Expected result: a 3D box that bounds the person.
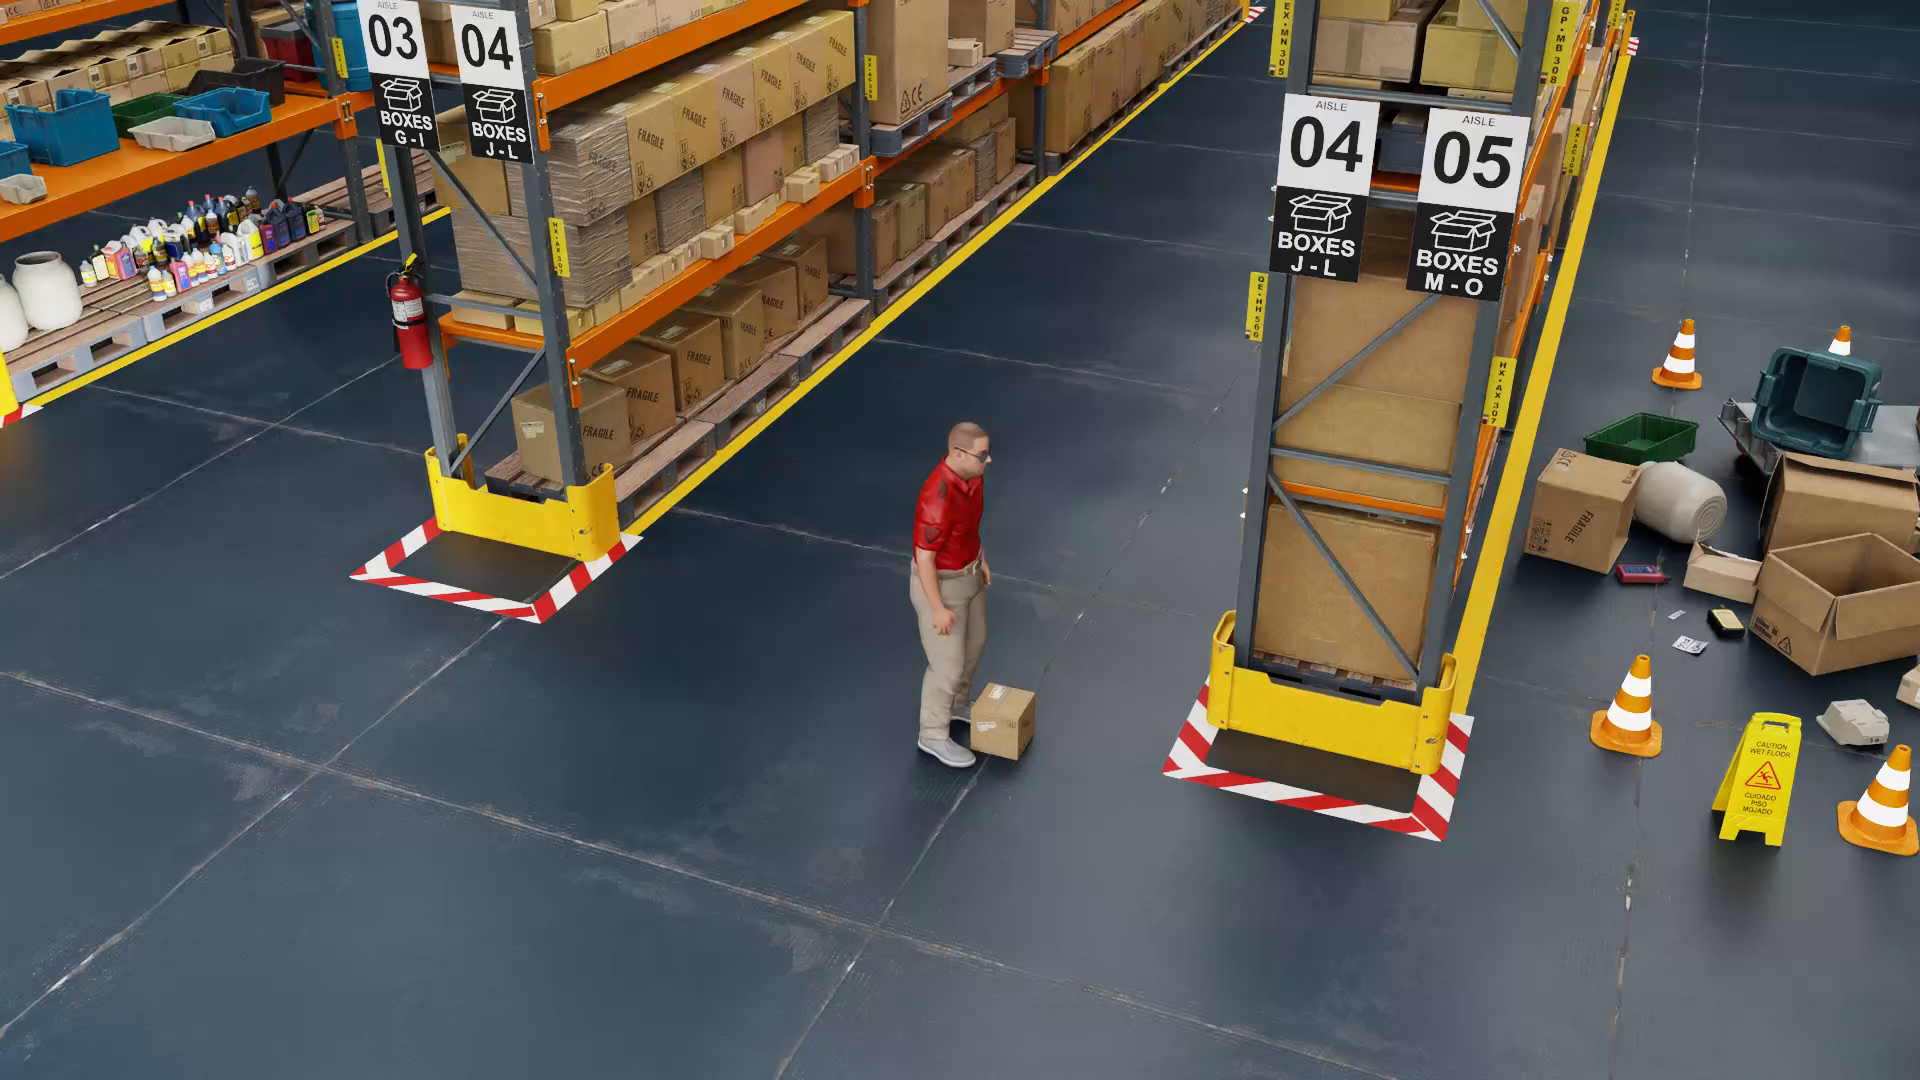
[{"bbox_3d":[-0.022,0.297,8.065,0.393,1.552,0.568,12,31,20],"label":"person"}]
